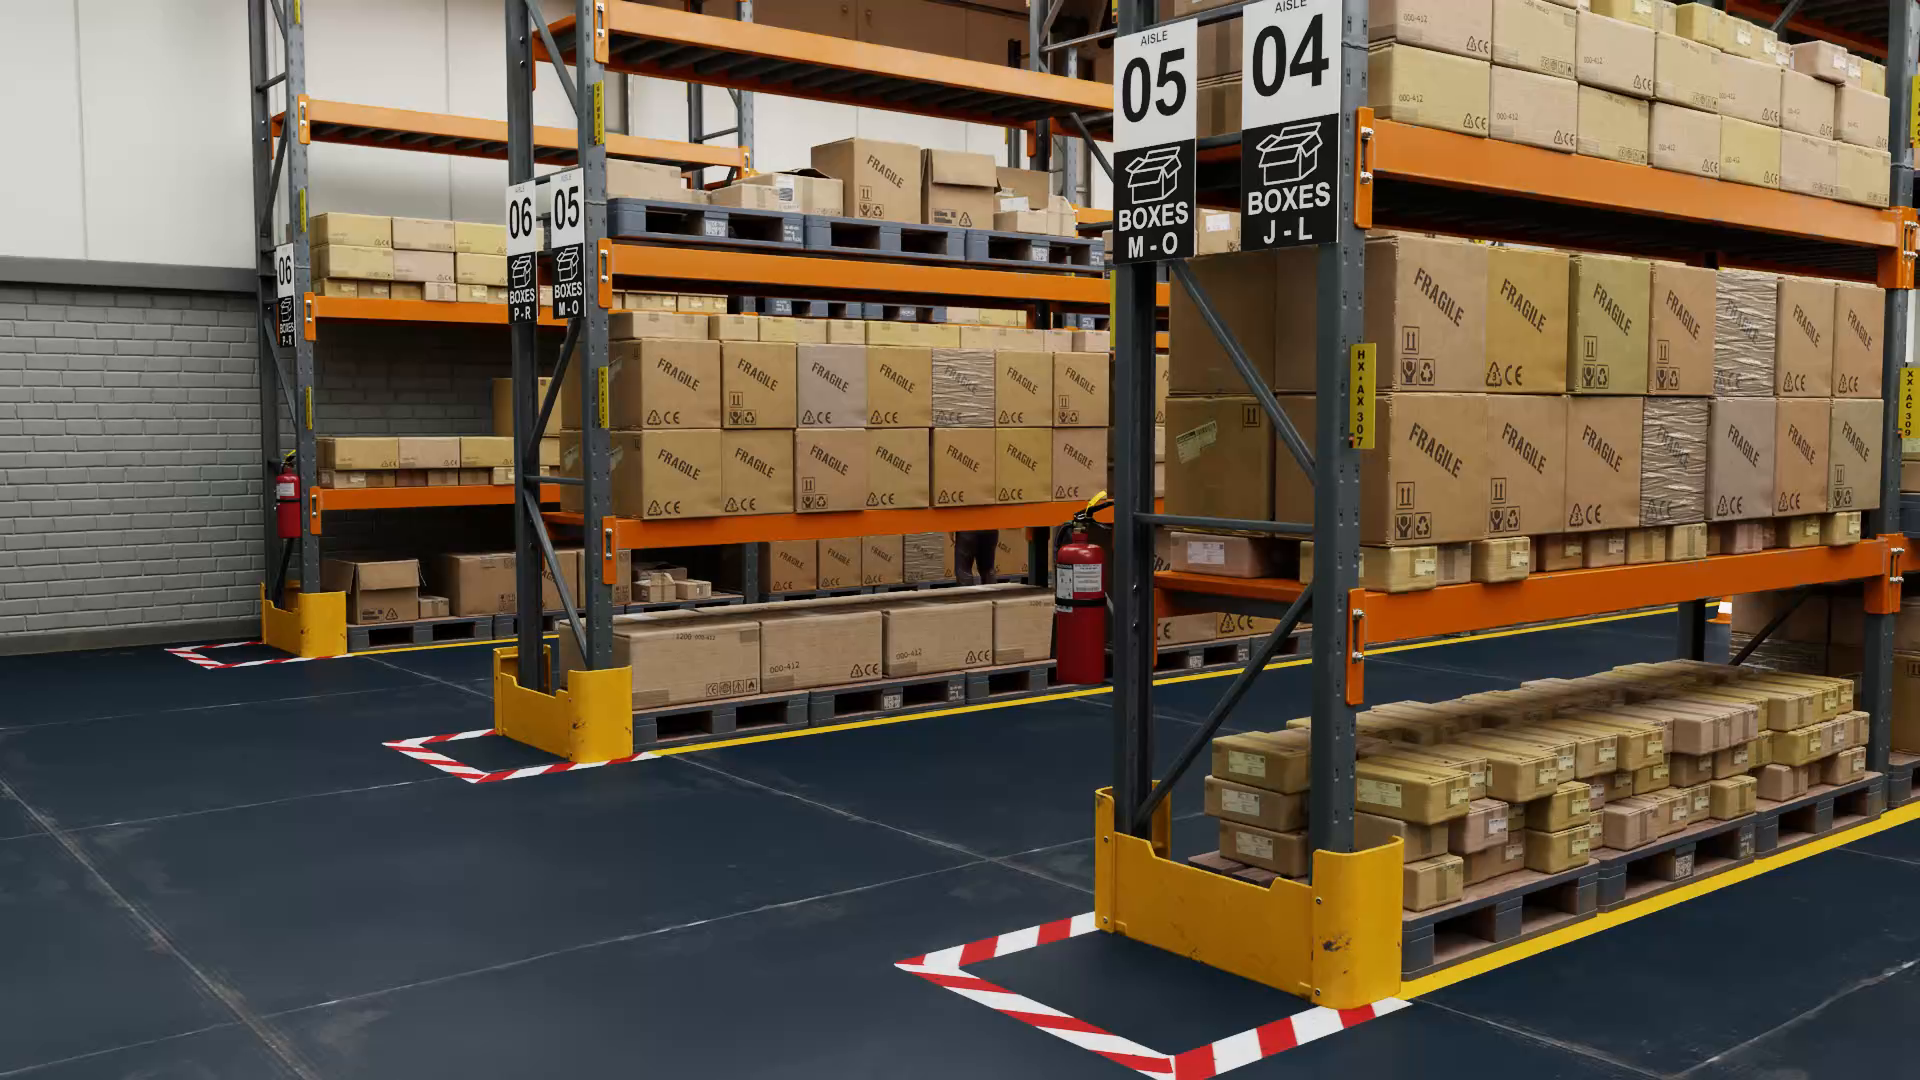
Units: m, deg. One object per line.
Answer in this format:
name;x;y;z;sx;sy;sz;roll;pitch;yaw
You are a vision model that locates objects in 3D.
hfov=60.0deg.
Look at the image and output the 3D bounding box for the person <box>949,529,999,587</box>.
person;0.154;-0.109;15.105;0.580;1.720;0.421;-3;5;-39
